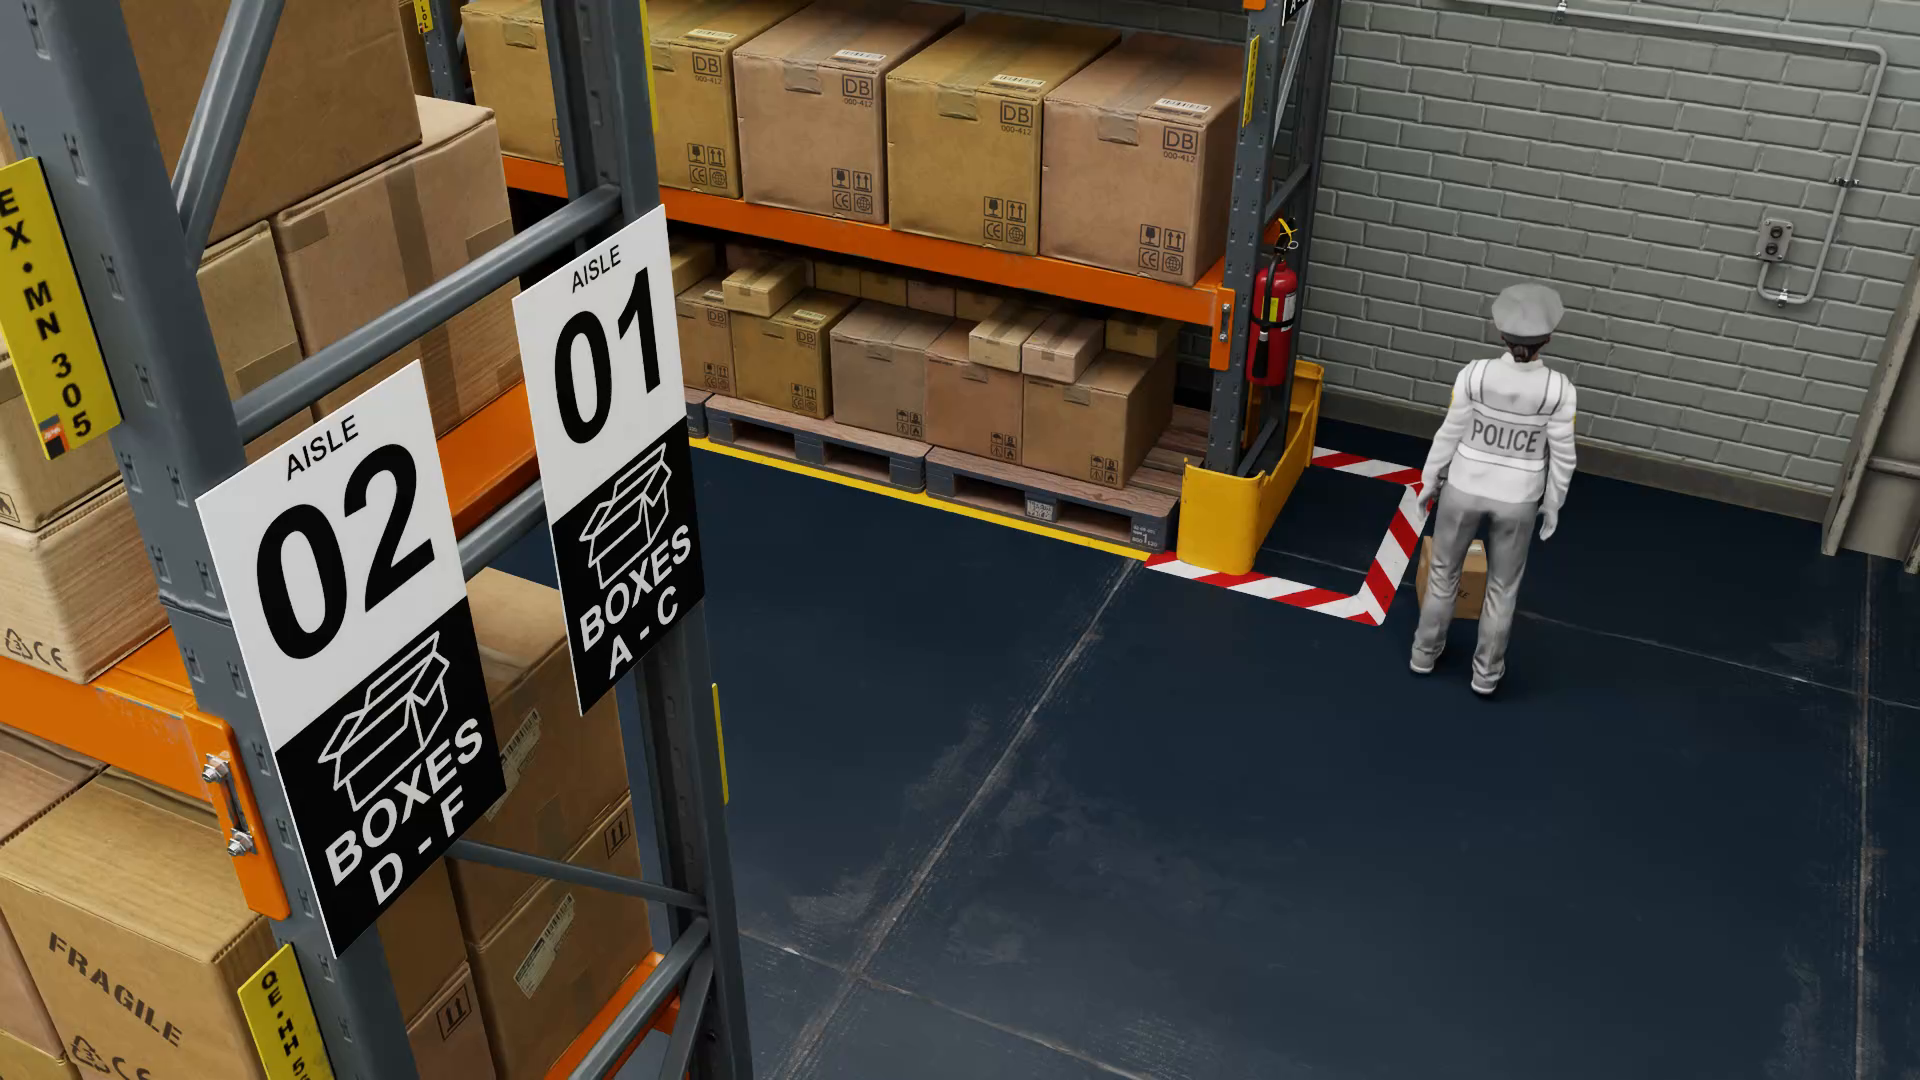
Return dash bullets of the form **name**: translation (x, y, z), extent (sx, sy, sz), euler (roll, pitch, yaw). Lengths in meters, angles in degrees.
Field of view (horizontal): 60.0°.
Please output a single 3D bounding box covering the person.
- **person**: translation (2.029, -0.178, 6.345), extent (0.534, 1.695, 0.354), euler (10, 35, 14)
